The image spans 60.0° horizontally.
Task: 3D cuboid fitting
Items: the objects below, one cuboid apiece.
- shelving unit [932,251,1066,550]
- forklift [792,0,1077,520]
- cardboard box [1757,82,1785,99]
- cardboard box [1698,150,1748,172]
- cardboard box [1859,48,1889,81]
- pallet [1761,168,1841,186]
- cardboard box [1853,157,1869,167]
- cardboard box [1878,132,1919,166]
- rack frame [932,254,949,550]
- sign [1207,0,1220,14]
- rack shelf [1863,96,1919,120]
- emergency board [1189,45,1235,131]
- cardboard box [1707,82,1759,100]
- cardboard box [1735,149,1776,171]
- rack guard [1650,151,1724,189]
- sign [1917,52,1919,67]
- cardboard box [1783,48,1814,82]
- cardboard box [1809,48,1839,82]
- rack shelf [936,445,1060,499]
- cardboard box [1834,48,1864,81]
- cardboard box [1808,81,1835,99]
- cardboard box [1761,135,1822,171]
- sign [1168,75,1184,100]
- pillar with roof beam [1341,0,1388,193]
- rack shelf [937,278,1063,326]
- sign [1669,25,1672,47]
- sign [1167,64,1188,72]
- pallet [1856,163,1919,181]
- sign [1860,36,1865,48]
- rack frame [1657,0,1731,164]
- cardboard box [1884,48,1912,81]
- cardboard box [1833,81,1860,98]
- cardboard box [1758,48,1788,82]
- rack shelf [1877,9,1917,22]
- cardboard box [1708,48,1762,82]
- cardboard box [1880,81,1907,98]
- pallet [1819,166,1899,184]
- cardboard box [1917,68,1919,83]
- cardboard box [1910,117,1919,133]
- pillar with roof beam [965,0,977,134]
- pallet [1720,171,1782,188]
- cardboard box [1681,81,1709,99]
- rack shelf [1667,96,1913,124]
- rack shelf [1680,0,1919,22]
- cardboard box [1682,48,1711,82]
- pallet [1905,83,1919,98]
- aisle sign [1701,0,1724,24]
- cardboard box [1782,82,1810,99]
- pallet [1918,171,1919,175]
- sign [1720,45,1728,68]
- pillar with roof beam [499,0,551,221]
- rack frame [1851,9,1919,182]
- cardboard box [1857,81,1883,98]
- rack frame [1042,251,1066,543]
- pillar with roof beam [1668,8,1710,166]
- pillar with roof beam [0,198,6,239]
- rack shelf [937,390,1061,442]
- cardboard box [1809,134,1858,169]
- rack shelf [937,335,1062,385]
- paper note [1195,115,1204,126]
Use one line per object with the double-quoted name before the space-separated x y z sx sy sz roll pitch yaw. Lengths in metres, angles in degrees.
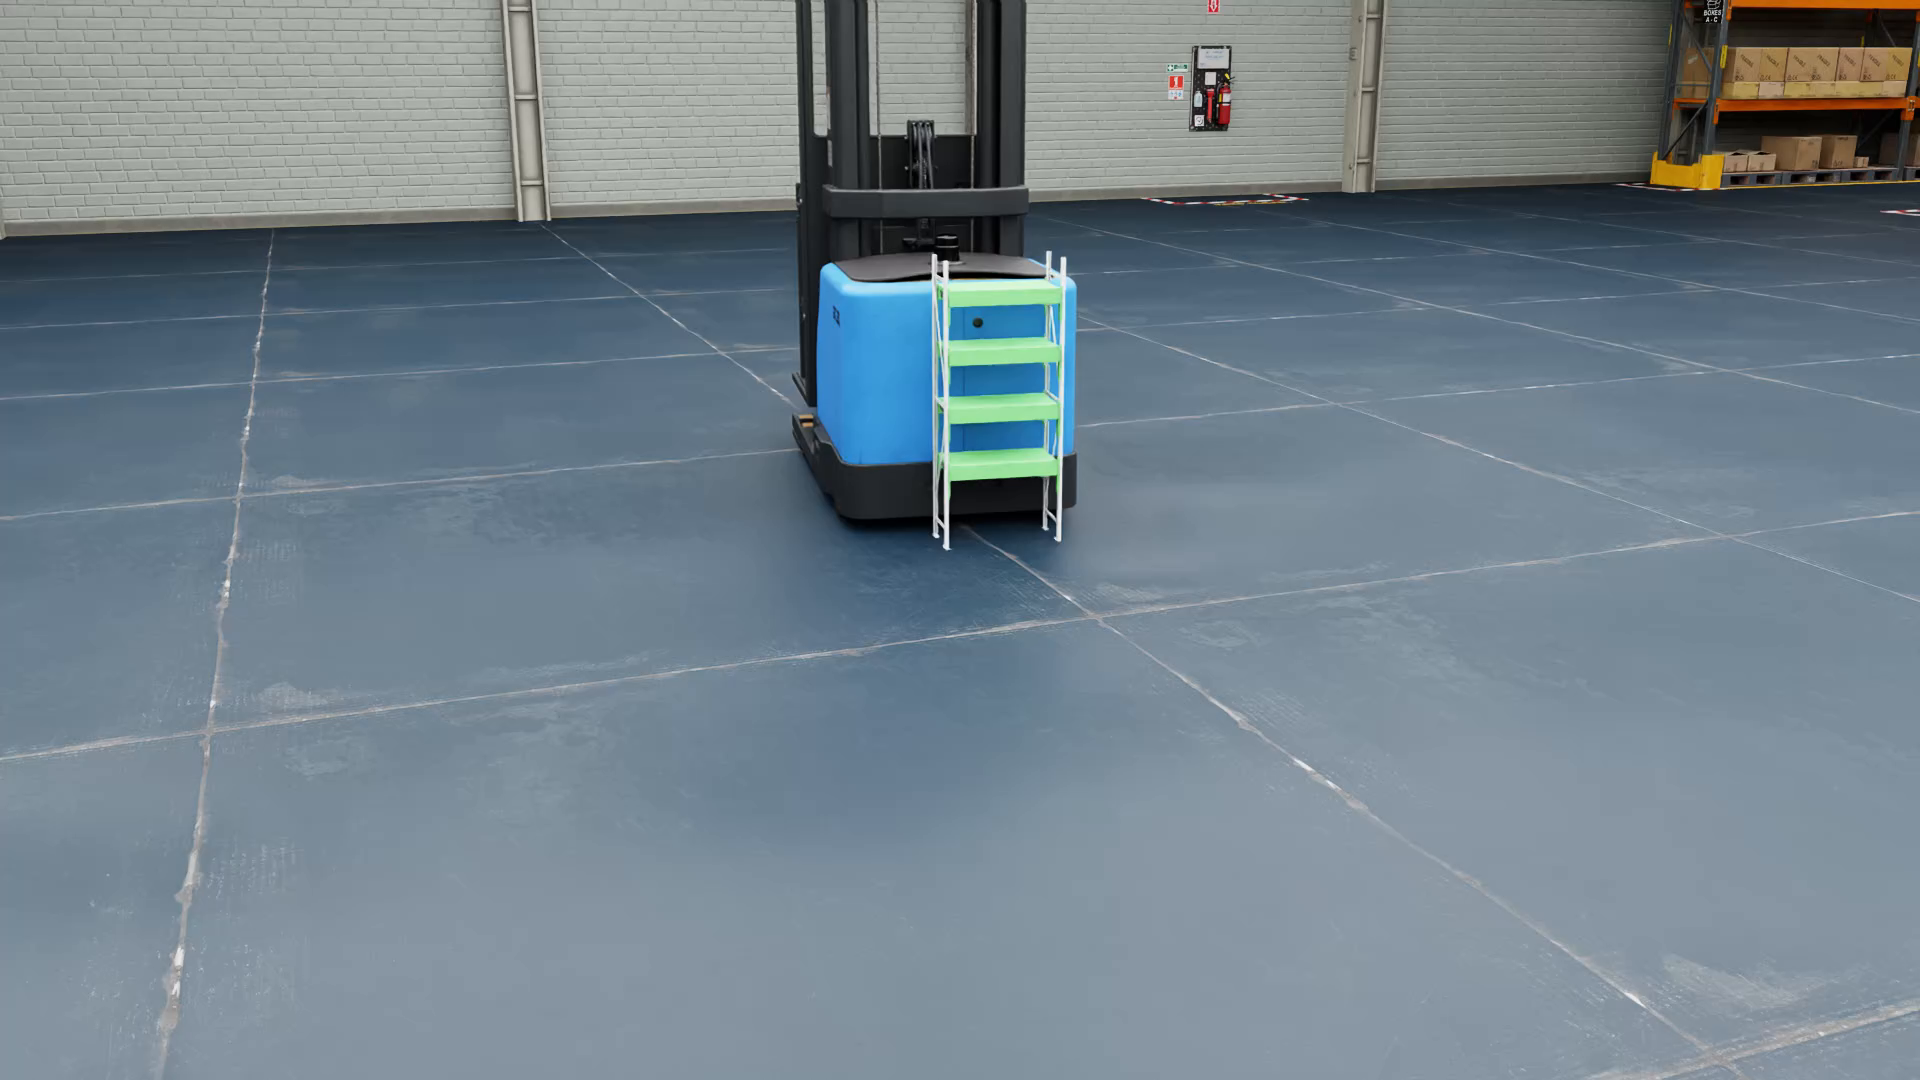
"shelving unit" 0.158 -0.582 6.951 0.503 1.200 0.258 -4 17 -12
"forklift" -0.276 -1.866 8.252 1.130 2.935 3.031 -3 17 -11
"cardboard box" 12.223 -6.887 25.459 0.500 0.250 0.500 -7 18 -22
"cardboard box" 11.852 -5.895 25.840 0.500 0.311 0.500 -8 18 -26
"cardboard box" 14.114 -7.448 26.036 0.500 0.500 0.500 -6 17 -20
"pallet" 13.153 -5.792 26.448 1.213 0.211 1.003 -6 17 -20
"cardboard box" 14.420 -6.121 26.866 0.250 0.166 0.380 -9 18 -27
"cardboard box" 15.590 -6.422 27.298 0.500 0.500 0.700 -6 17 -18
"rack frame" -0.080 -0.567 6.899 0.015 1.200 0.240 -4 17 -12
"sign" 3.551 -7.520 23.267 0.199 0.298 0.001 -6 17 -20
"rack shelf" 16.776 -7.188 27.528 4.000 0.370 1.077 -6 17 -20
"emergency board" 3.594 -6.382 23.508 0.643 1.169 0.194 -6 17 -20
"cardboard box" 11.743 -6.831 25.268 0.500 0.250 0.500 -7 18 -22
"cardboard box" 12.384 -5.952 26.036 0.500 0.311 0.500 -5 17 -15
"rack guard" 11.245 -5.736 25.745 0.348 0.500 1.175 -6 17 -20
"sign" 15.110 -7.605 26.134 0.005 0.325 0.100 -6 17 -20
"cardboard box" 12.677 -7.292 25.506 0.500 0.500 0.500 -7 18 -22
"cardboard box" 13.155 -7.347 25.694 0.500 0.500 0.500 -6 17 -18
"rack shelf" 0.158 -0.291 7.037 0.480 0.148 0.258 -4 17 -12
"cardboard box" 13.640 -7.400 25.873 0.500 0.500 0.500 -7 18 -22
"cardboard box" 13.173 -6.988 25.800 0.500 0.250 0.500 -6 17 -20
"cardboard box" 13.087 -6.104 26.216 0.500 0.500 0.700 -7 18 -24
"sign" 3.041 -6.371 23.405 0.234 0.329 0.001 -6 17 -20
"pillar with roof beam" 7.456 -8.367 19.619 0.400 9.000 9.100 -6 17 -20
"rack shelf" 0.158 -0.981 6.834 0.480 0.148 0.258 -4 17 -12
"sign" 10.994 -7.783 25.663 0.005 0.325 0.100 -6 17 -20
"sign" 3.048 -6.623 23.324 0.331 0.109 0.001 -6 17 -20
"pallet" 15.635 -6.072 27.401 1.213 0.211 1.003 -6 17 -20
"sign" 14.707 -8.032 27.073 0.005 0.325 0.100 -6 17 -20
"rack frame" 11.174 -6.928 25.366 0.127 3.000 1.000 -6 17 -20
"cardboard box" 14.578 -7.500 26.213 0.500 0.500 0.500 -6 17 -20
"cardboard box" 13.643 -7.039 25.974 0.500 0.250 0.500 -6 17 -20
"cardboard box" 12.192 -7.242 25.334 0.500 0.500 0.500 -6 17 -20
"rack shelf" 16.776 -8.627 27.105 4.000 0.370 1.077 -6 17 -20
"cardboard box" 11.727 -7.194 25.174 0.500 0.500 0.500 -6 17 -20
"cardboard box" 14.575 -7.141 26.324 0.500 0.250 0.500 -6 17 -20
"pallet" 14.294 -5.916 26.870 1.213 0.211 1.003 -6 17 -20
"cardboard box" 15.396 -7.633 26.808 0.500 0.500 0.700 -6 17 -20
"cardboard box" 16.000 -6.827 27.346 0.500 0.250 0.500 -7 18 -21
"pillar with roof beam" 1.853 -7.762 17.559 0.400 9.000 9.100 -6 17 -20
"pallet" 12.016 -5.670 26.033 1.213 0.211 1.003 -6 17 -20
"cardboard box" 11.541 -6.964 25.719 0.500 0.250 0.500 -6 17 -19
"rack shelf" 13.041 -6.784 26.154 4.000 0.370 1.077 -6 17 -20
"rack shelf" 13.041 -8.224 25.732 4.000 0.370 1.077 -6 17 -20
"cardboard box" 11.538 -7.329 25.631 0.500 0.500 0.500 -6 18 -21
"pallet" 15.675 -7.278 26.899 1.213 0.211 1.003 -6 17 -20
"aisle sign" 11.214 -8.089 24.707 0.004 0.787 0.394 -6 17 -20
"cardboard box" 12.701 -6.937 25.628 0.500 0.250 0.500 -6 18 -21
"pallet" 16.776 -6.196 27.824 1.213 0.211 1.003 -6 17 -20
"sign" 11.368 -7.201 24.758 0.005 0.325 0.100 -6 17 -20
"pillar with roof beam" -3.750 -7.157 15.499 0.400 9.000 9.100 -6 17 -20
"rack frame" 14.909 -7.331 26.740 0.127 3.000 1.000 -6 17 -20
"cardboard box" 14.107 -7.093 26.160 0.500 0.250 0.500 -6 17 -20
"rack frame" 0.395 -0.597 7.003 0.015 1.200 0.240 -4 17 -12
"pillar with roof beam" 13.058 -8.972 21.679 0.400 9.000 9.100 -6 17 -20
"pillar with roof beam" -9.353 -6.552 13.440 0.400 9.000 9.100 -6 17 -20
"rack shelf" 0.158 -0.521 6.969 0.480 0.148 0.258 -4 17 -12
"cardboard box" 13.954 -6.228 26.638 0.500 0.500 0.500 -8 18 -24
"rack shelf" 0.158 -0.751 6.901 0.480 0.148 0.258 -4 17 -12
"paper note" 3.404 -5.960 23.633 0.142 0.148 0.016 -6 17 -20
